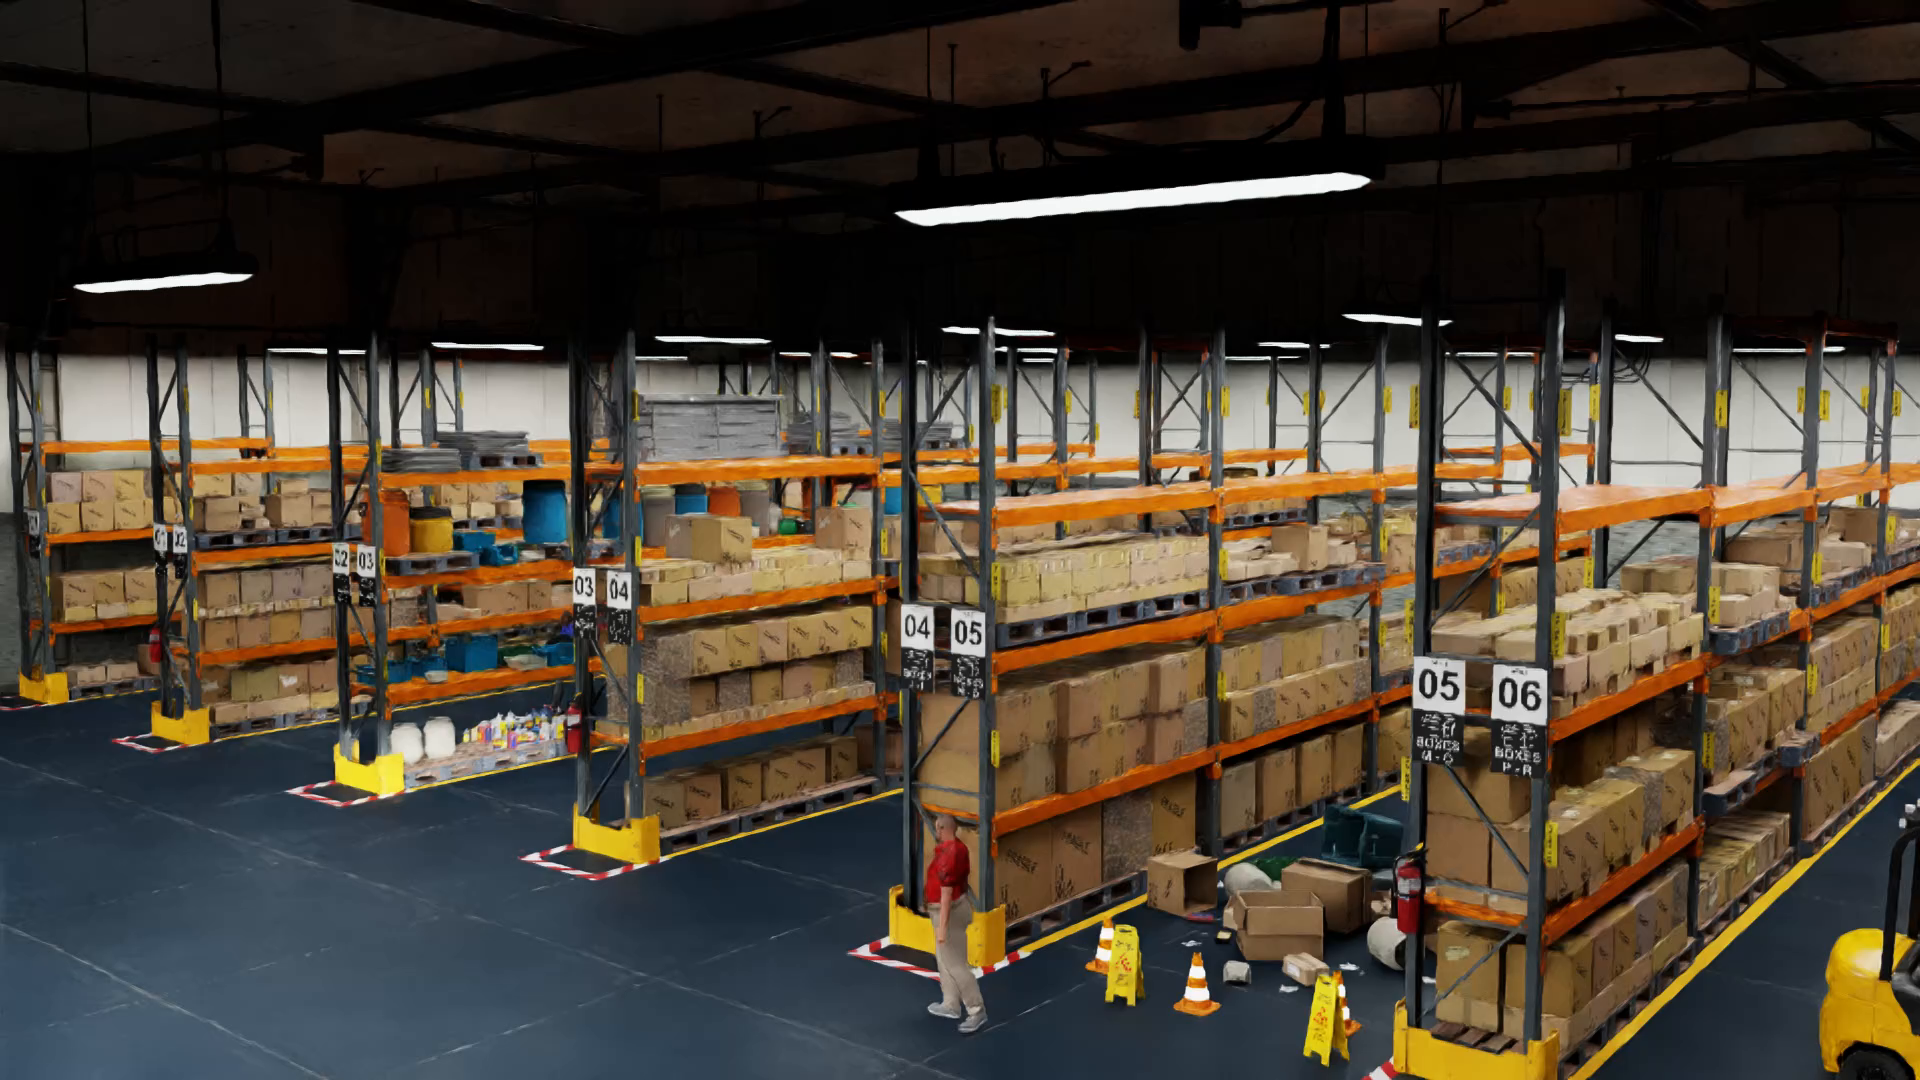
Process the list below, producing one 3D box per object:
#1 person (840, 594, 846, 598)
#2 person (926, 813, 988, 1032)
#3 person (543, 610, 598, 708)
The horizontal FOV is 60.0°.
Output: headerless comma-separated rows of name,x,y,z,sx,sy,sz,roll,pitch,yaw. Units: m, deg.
person,-2.566,0.763,39.873,0.489,1.585,1.075,4,6,37
person,-0.030,3.095,13.603,0.549,1.720,0.653,1,5,13
person,-6.317,1.933,27.017,0.463,1.596,0.998,4,6,38
